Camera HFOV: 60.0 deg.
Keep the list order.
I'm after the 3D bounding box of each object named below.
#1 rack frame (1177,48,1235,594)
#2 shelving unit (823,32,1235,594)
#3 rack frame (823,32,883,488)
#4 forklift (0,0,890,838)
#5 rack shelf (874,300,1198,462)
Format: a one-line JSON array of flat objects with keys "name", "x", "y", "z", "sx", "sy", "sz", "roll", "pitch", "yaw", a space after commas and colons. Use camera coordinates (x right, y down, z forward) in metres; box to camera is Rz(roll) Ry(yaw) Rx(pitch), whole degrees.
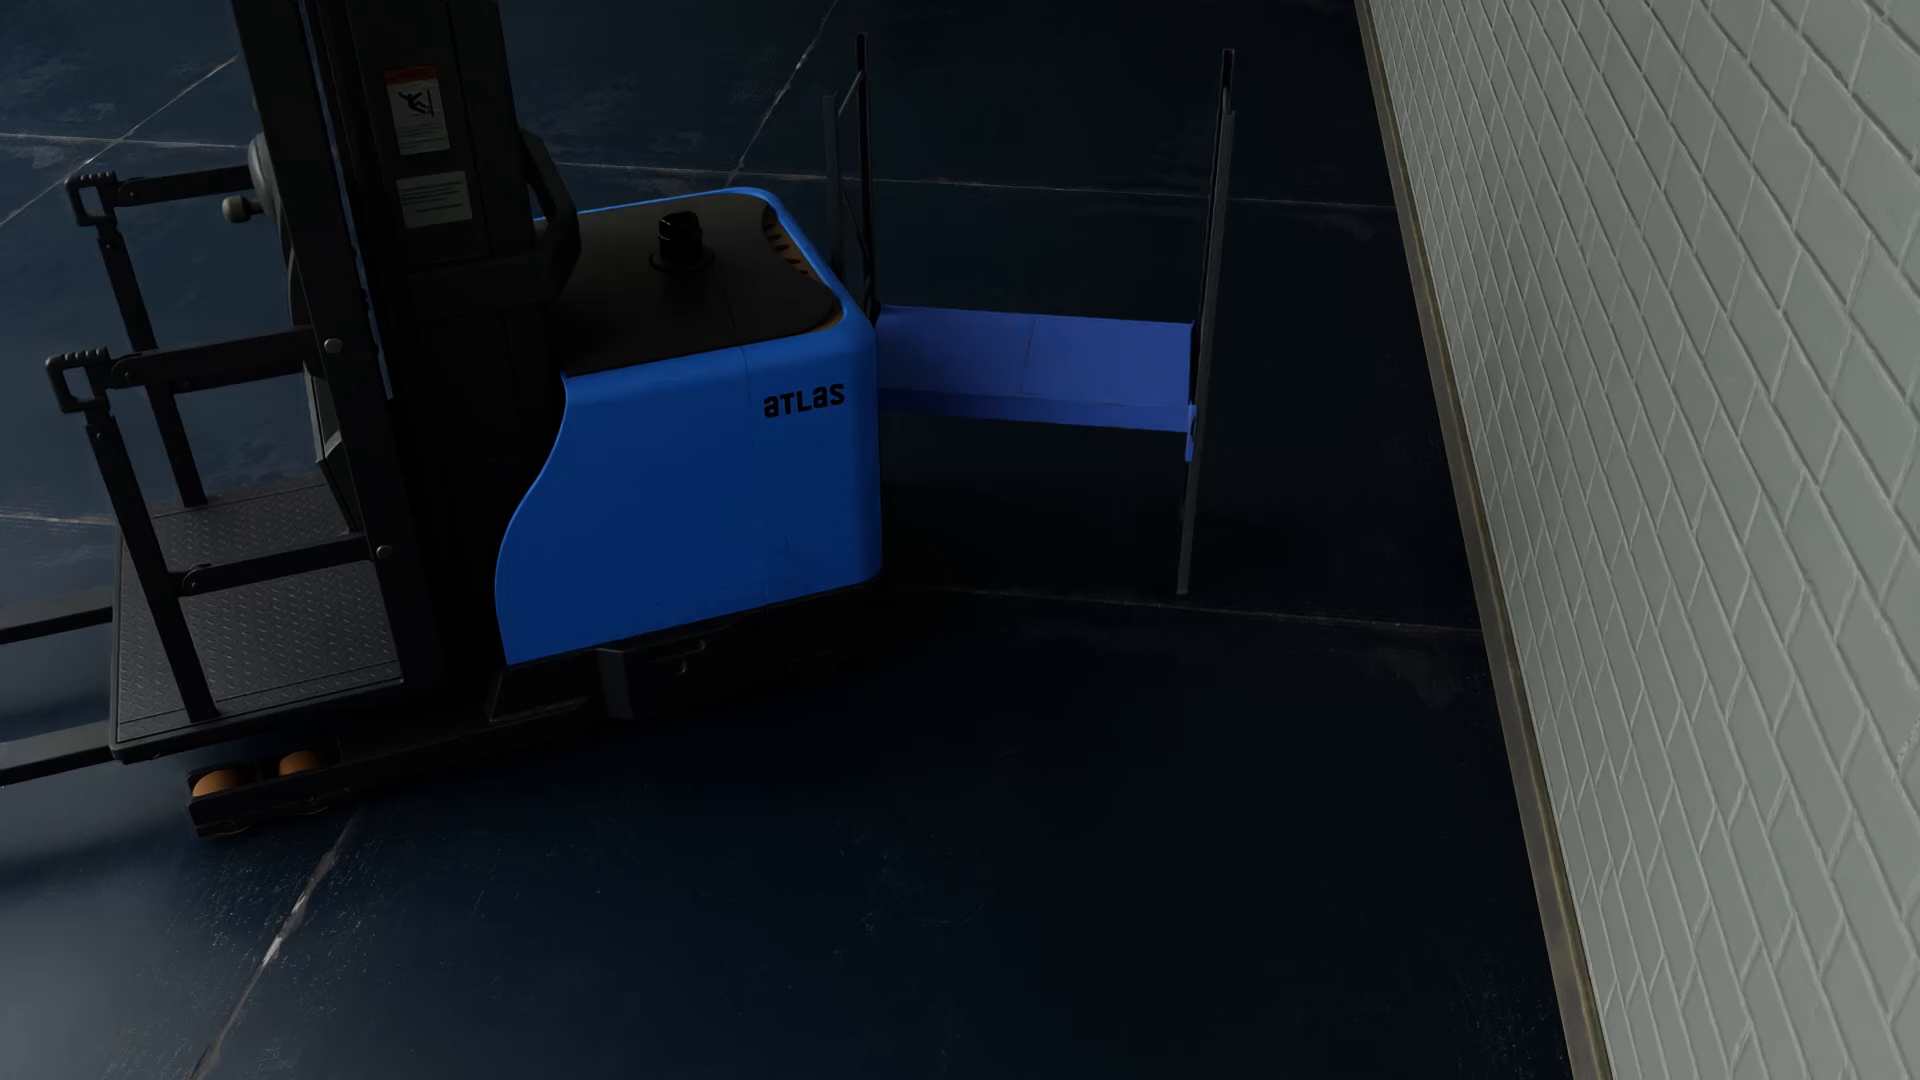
[{"name": "rack frame", "x": 0.704, "y": -0.591, "z": 4.787, "sx": 0.032, "sy": 1.500, "sz": 0.500, "roll": 4, "pitch": 36, "yaw": 6}, {"name": "shelving unit", "x": 0.200, "y": -0.630, "z": 4.842, "sx": 1.048, "sy": 1.500, "sz": 0.538, "roll": 4, "pitch": 36, "yaw": 6}, {"name": "rack frame", "x": -0.304, "y": -0.669, "z": 4.896, "sx": 0.032, "sy": 1.500, "sz": 0.500, "roll": 4, "pitch": 36, "yaw": 6}, {"name": "forklift", "x": -1.770, "y": -0.796, "z": 3.842, "sx": 3.031, "sy": 2.935, "sz": 1.130, "roll": -13, "pitch": 38, "yaw": -17}, {"name": "rack shelf", "x": 0.200, "y": -0.484, "z": 4.946, "sx": 1.000, "sy": 0.185, "sz": 0.538, "roll": 4, "pitch": 36, "yaw": 6}]
